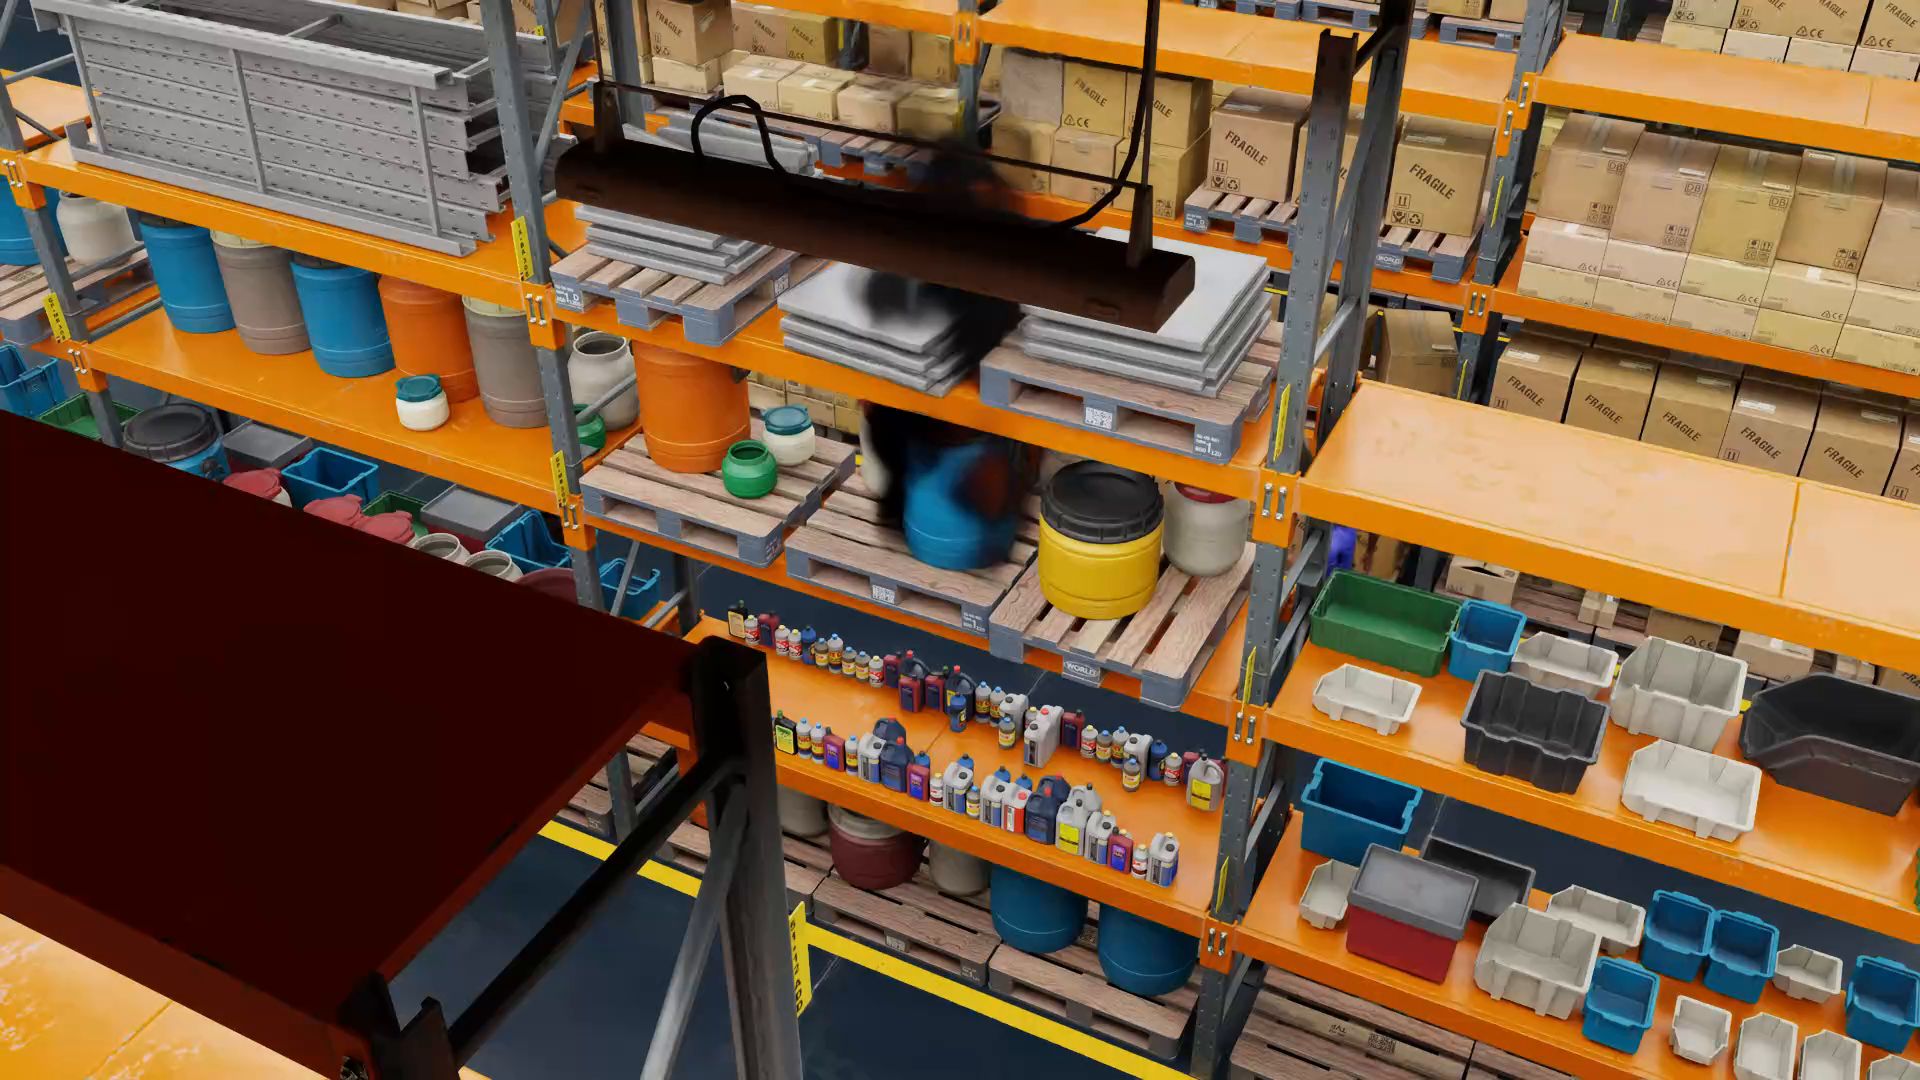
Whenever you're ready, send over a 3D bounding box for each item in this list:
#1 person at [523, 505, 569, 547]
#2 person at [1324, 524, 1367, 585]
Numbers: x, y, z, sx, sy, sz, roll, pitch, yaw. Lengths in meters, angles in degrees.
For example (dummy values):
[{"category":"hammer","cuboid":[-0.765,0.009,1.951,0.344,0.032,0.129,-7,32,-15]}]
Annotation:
[{"category":"person","cuboid":[-3.173,-0.268,12.720,0.668,1.680,0.640,14,38,20]},{"category":"person","cuboid":[2.593,0.453,11.487,0.656,1.467,0.554,13,37,18]}]
